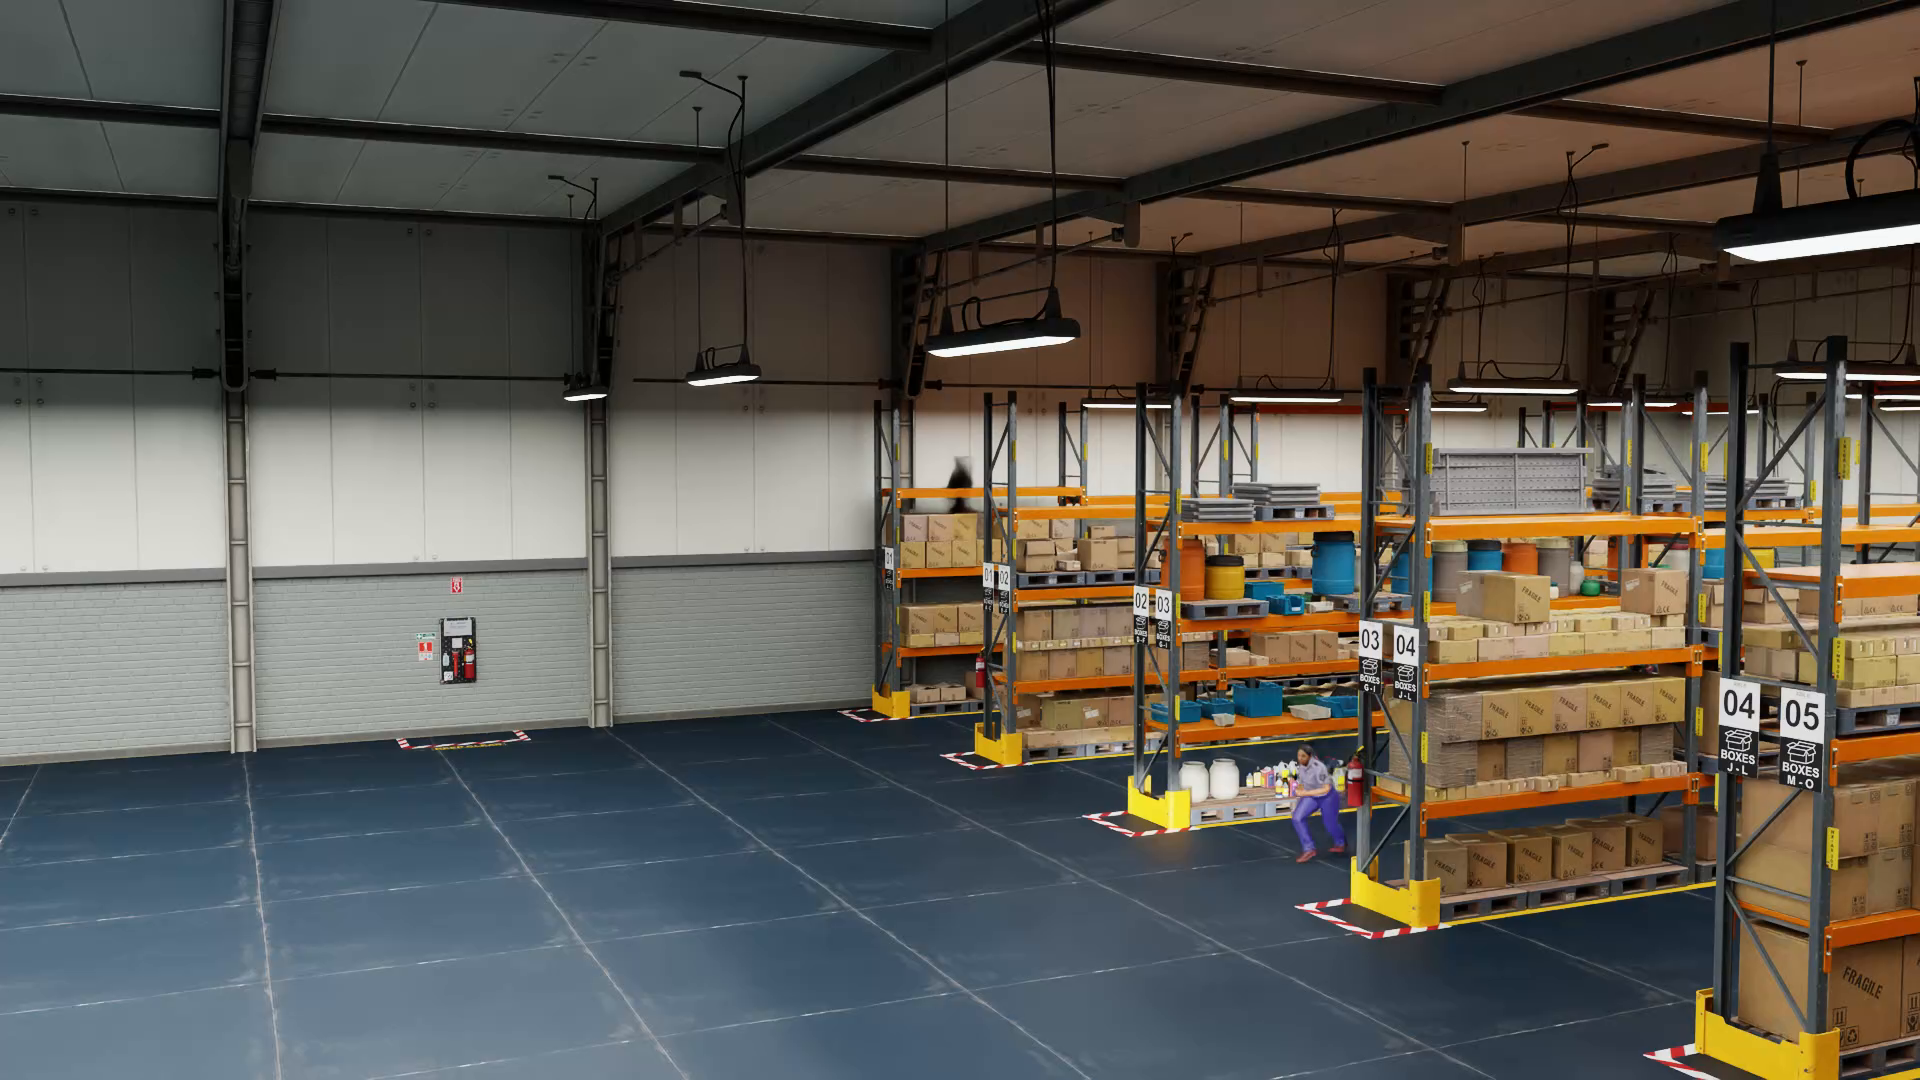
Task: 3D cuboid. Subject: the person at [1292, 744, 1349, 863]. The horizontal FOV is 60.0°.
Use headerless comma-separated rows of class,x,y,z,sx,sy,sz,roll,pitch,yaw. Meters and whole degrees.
person,4.478,3.213,20.537,1.065,1.476,0.603,-2,4,-36
